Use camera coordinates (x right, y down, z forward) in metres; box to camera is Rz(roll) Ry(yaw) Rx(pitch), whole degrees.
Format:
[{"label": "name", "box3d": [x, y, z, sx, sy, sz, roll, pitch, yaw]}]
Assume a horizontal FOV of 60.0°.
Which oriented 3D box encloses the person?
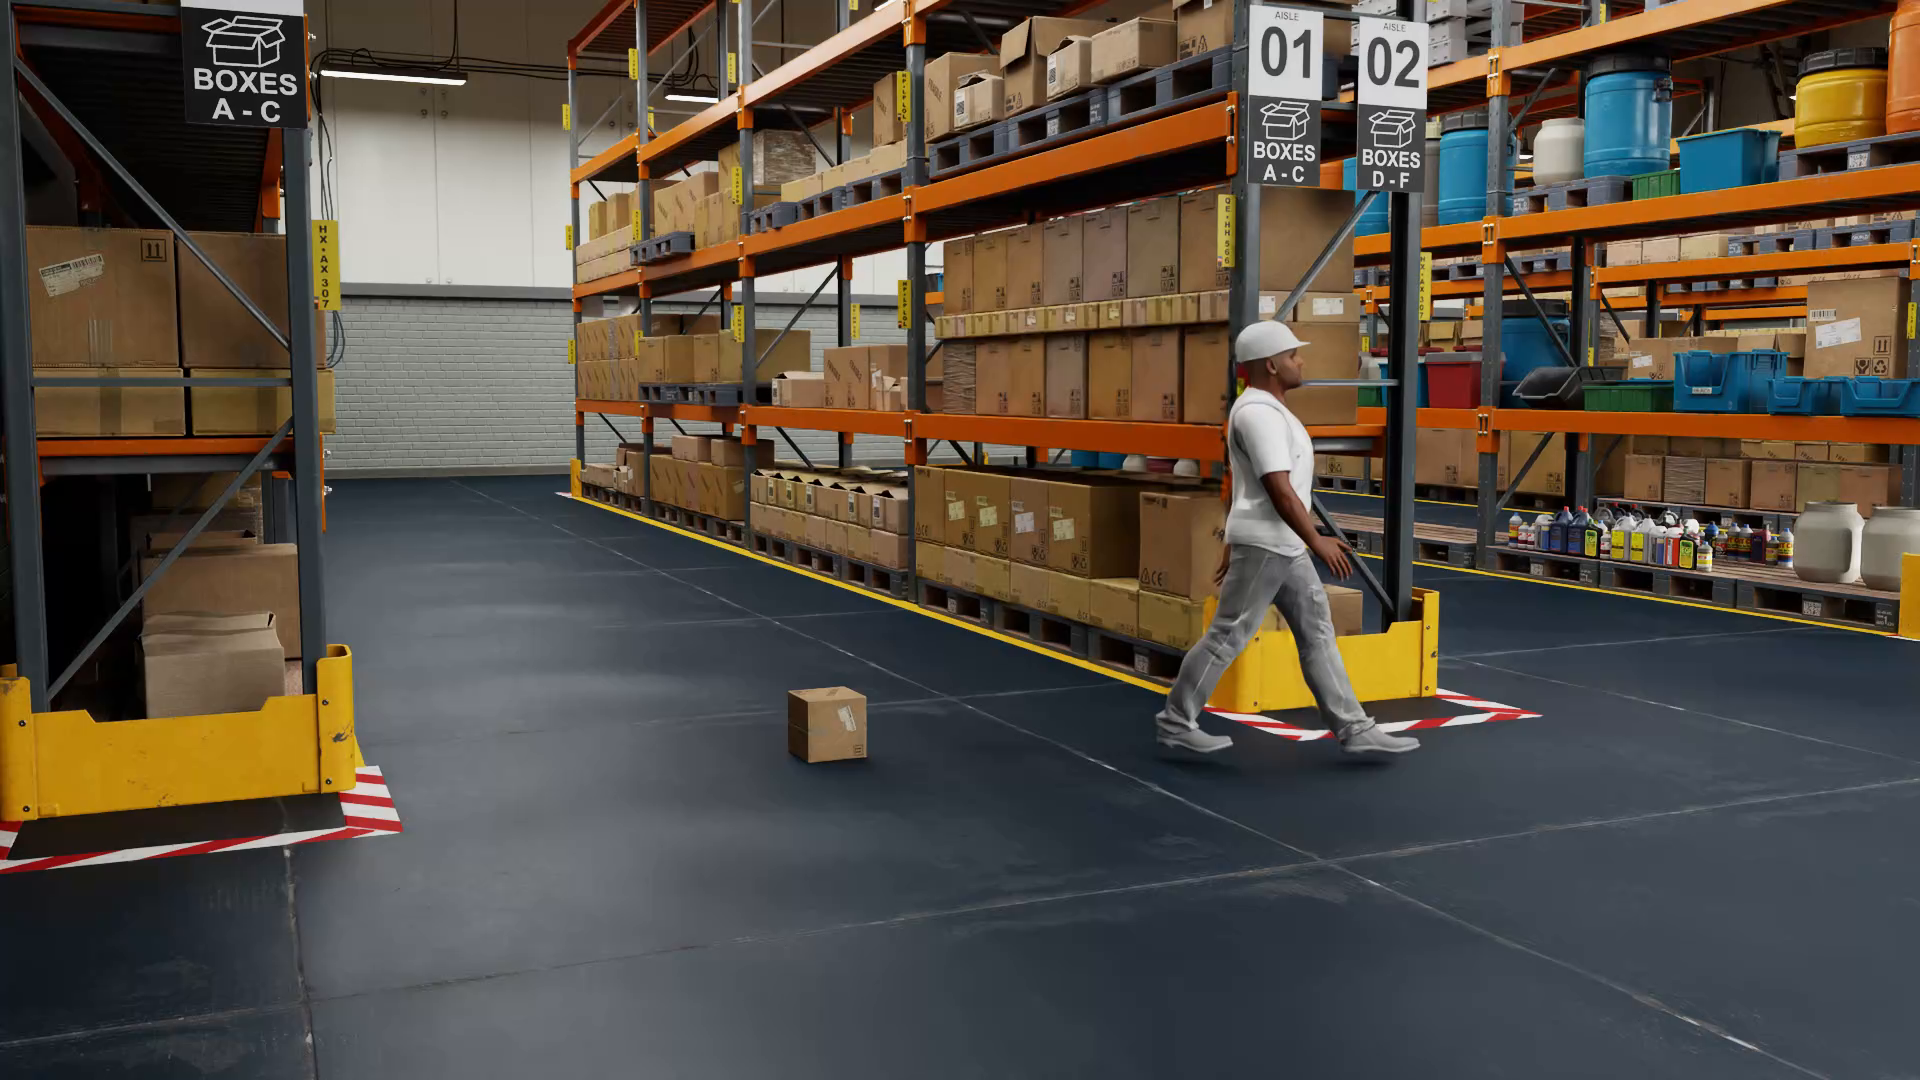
[{"label": "person", "box3d": [1.283, 0.004, 6.481, 1.030, 1.708, 0.564, 1, 6, 14]}]
